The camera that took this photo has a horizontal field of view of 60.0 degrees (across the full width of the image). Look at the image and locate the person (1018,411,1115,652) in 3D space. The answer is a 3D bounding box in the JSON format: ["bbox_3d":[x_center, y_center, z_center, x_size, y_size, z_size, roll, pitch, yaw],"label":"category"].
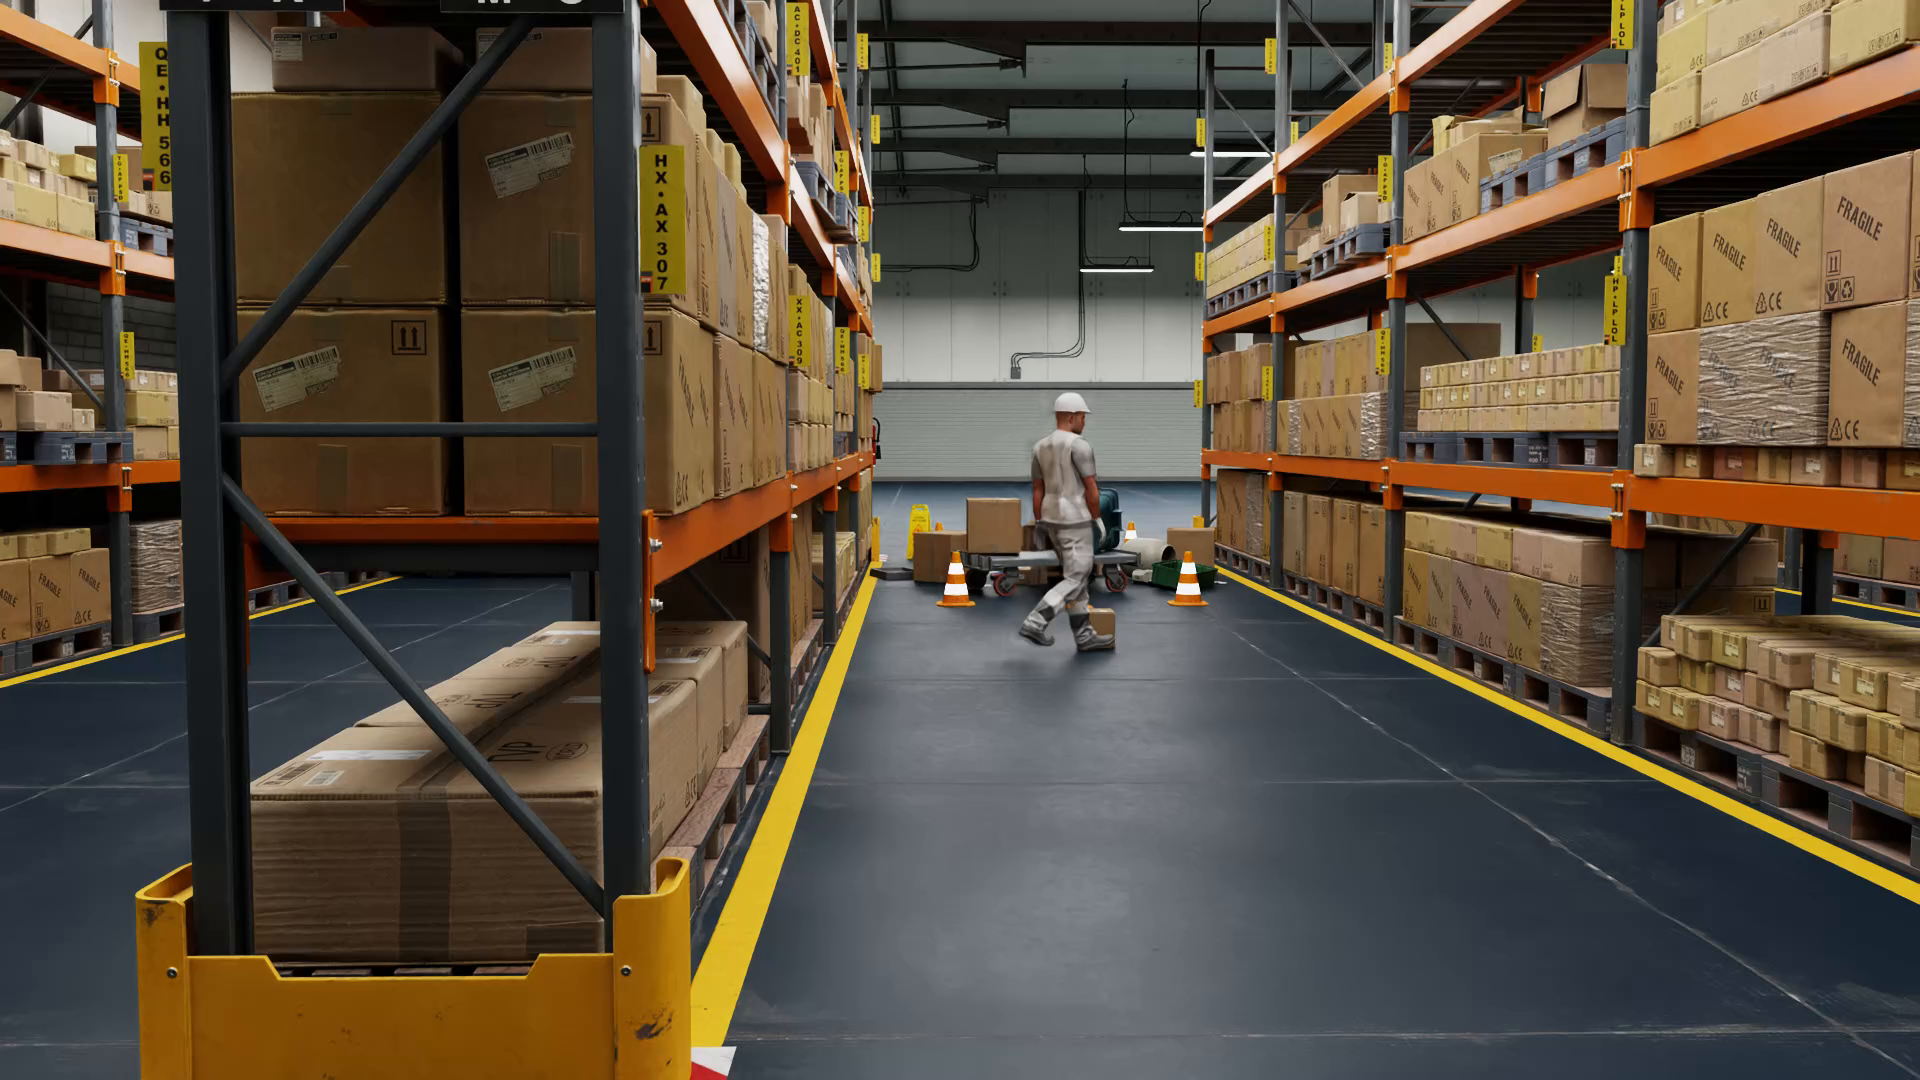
[{"bbox_3d":[13.216,-0.610,19.471,30.890,1.722,8.237,-2,4,-32],"label":"person"}]
